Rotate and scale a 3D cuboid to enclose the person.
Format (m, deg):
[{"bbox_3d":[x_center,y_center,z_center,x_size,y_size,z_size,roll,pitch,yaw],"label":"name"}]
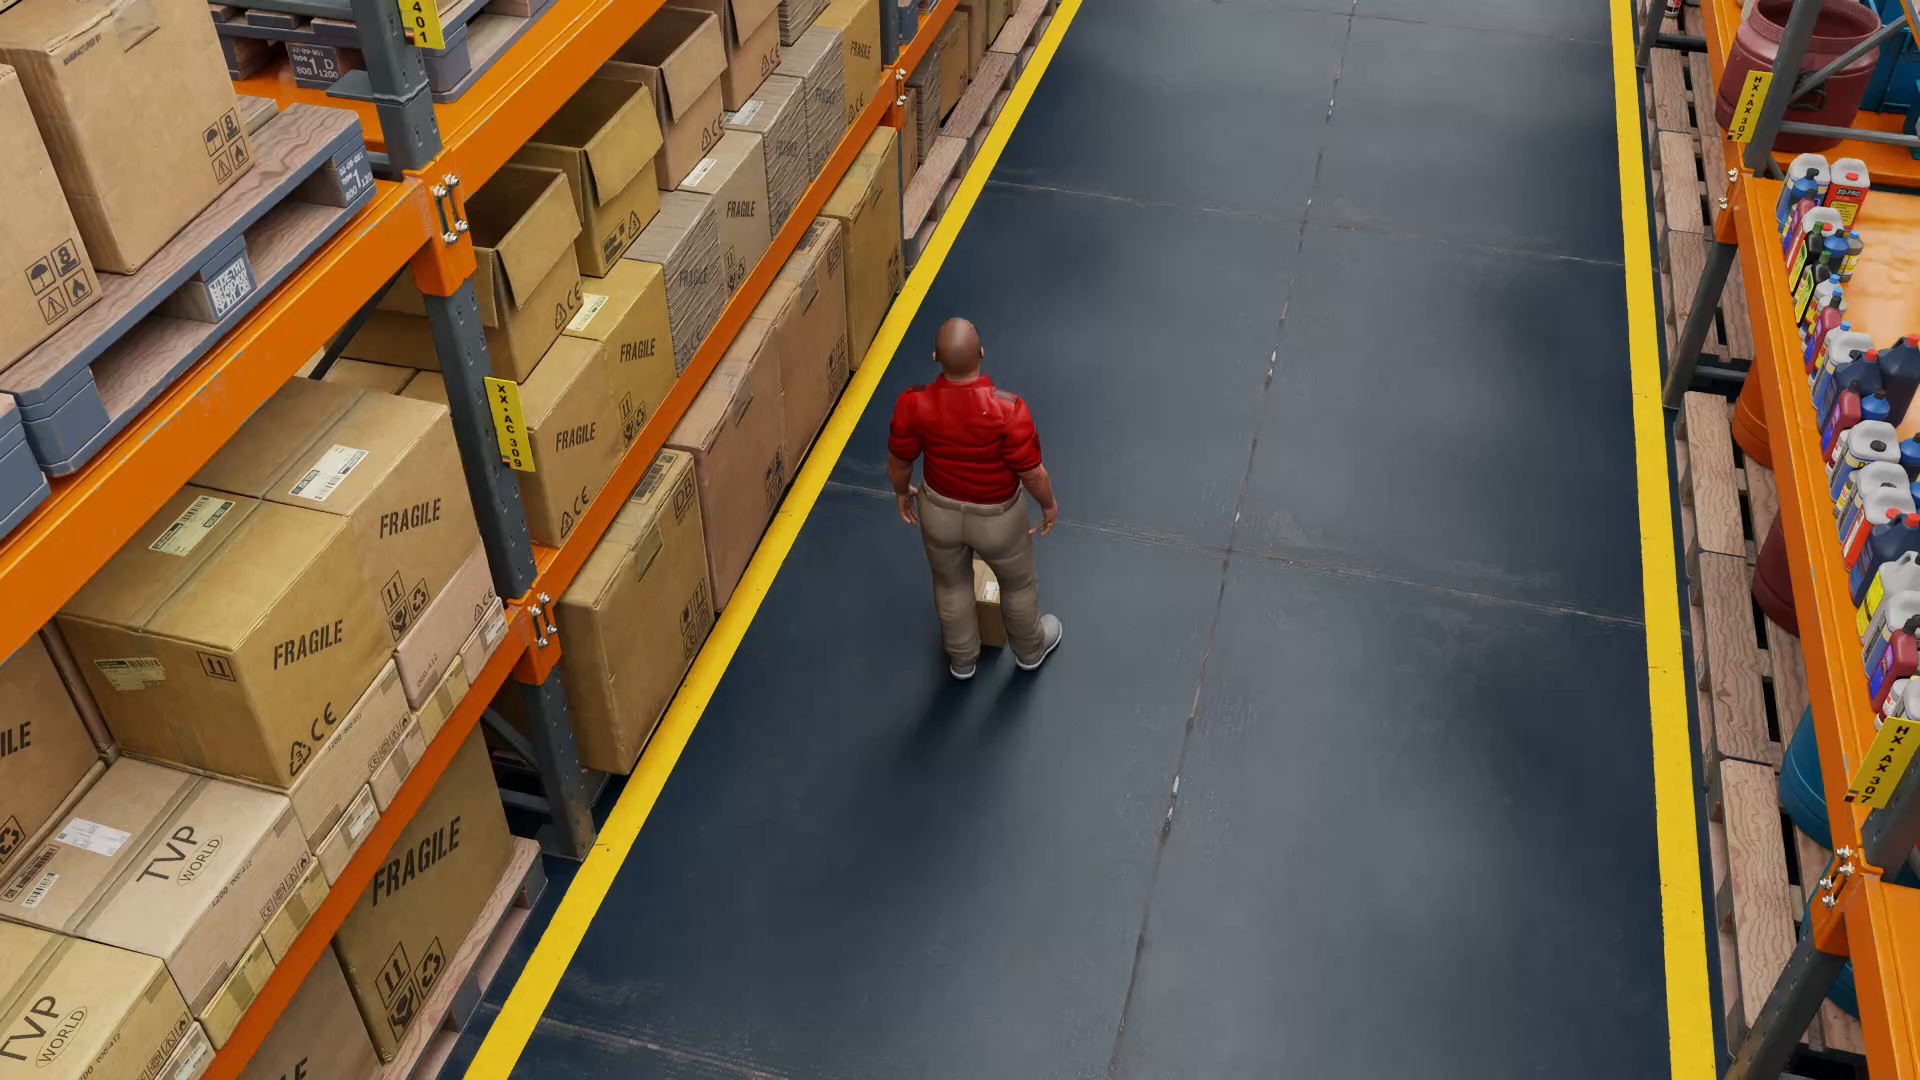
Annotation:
[{"bbox_3d":[0.073,-0.171,6.354,0.640,1.727,0.550,9,42,10],"label":"person"}]
